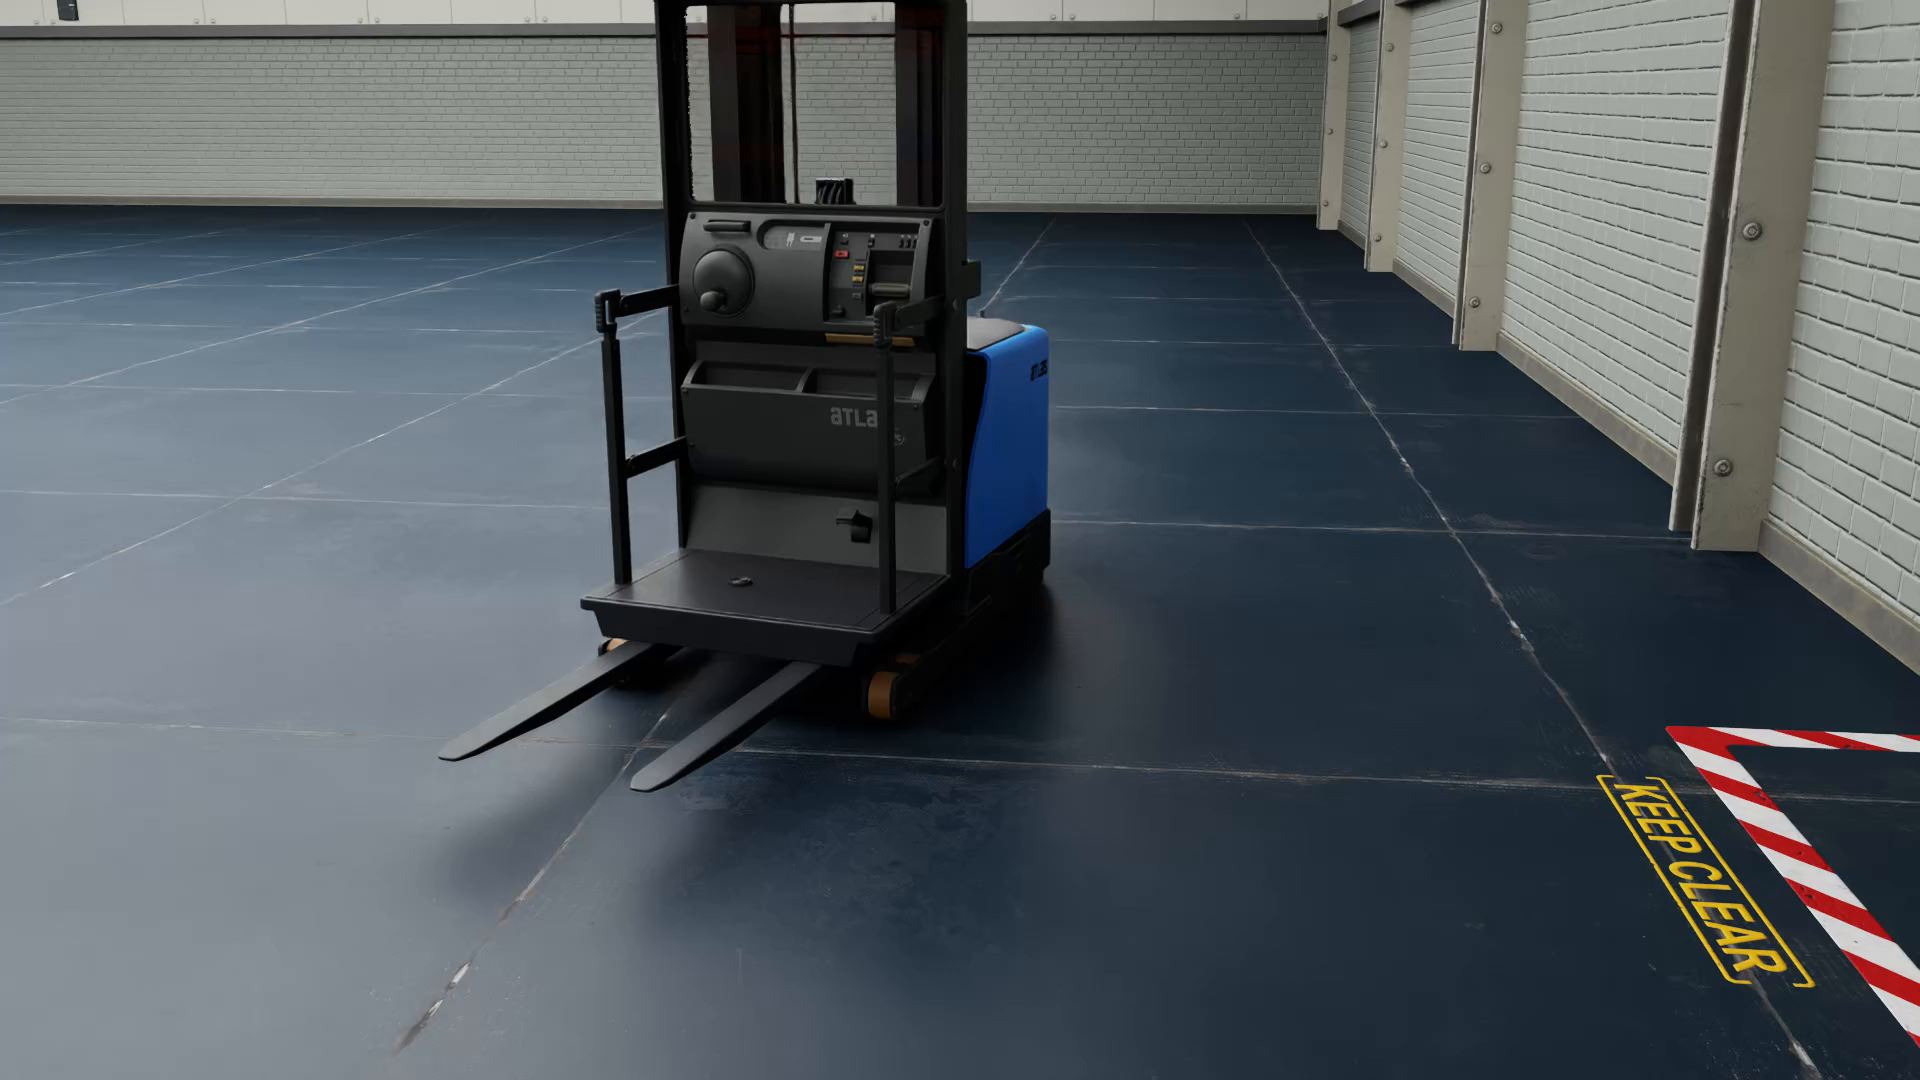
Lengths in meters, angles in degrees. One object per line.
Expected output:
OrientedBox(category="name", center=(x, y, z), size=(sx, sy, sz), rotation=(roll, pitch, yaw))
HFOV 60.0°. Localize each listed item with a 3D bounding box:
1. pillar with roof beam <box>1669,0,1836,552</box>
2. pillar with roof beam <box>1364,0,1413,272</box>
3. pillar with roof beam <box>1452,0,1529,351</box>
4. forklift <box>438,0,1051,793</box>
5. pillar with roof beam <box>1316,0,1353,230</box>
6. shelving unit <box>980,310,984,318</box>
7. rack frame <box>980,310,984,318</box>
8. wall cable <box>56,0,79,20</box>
OrientedBox(category="pillar with roof beam", center=(-0.790, -4.474, 6.968), size=(9.100, 9.000, 0.400), rotation=(2, 15, 6))
OrientedBox(category="pillar with roof beam", center=(0.564, -7.586, 18.478), size=(9.100, 9.000, 0.400), rotation=(2, 15, 6))
OrientedBox(category="pillar with roof beam", center=(-0.113, -6.030, 12.723), size=(9.100, 9.000, 0.400), rotation=(2, 15, 6))
OrientedBox(category="forklift", center=(-0.607, -0.941, 5.527), size=(1.130, 2.935, 3.031), rotation=(5, 16, 20))
OrientedBox(category="pillar with roof beam", center=(1.241, -9.142, 24.233), size=(9.100, 9.000, 0.400), rotation=(2, 15, 6))
OrientedBox(category="shelving unit", center=(-0.006, -0.493, 7.474), size=(0.215, 1.050, 0.252), rotation=(2, 15, 6))
OrientedBox(category="rack frame", center=(0.008, -0.525, 7.591), size=(0.200, 1.050, 0.008), rotation=(2, 15, 6))
OrientedBox(category="wall cable", center=(-14.703, -12.027, 28.384), size=(2.305, 6.003, 0.169), rotation=(2, 15, 6))
